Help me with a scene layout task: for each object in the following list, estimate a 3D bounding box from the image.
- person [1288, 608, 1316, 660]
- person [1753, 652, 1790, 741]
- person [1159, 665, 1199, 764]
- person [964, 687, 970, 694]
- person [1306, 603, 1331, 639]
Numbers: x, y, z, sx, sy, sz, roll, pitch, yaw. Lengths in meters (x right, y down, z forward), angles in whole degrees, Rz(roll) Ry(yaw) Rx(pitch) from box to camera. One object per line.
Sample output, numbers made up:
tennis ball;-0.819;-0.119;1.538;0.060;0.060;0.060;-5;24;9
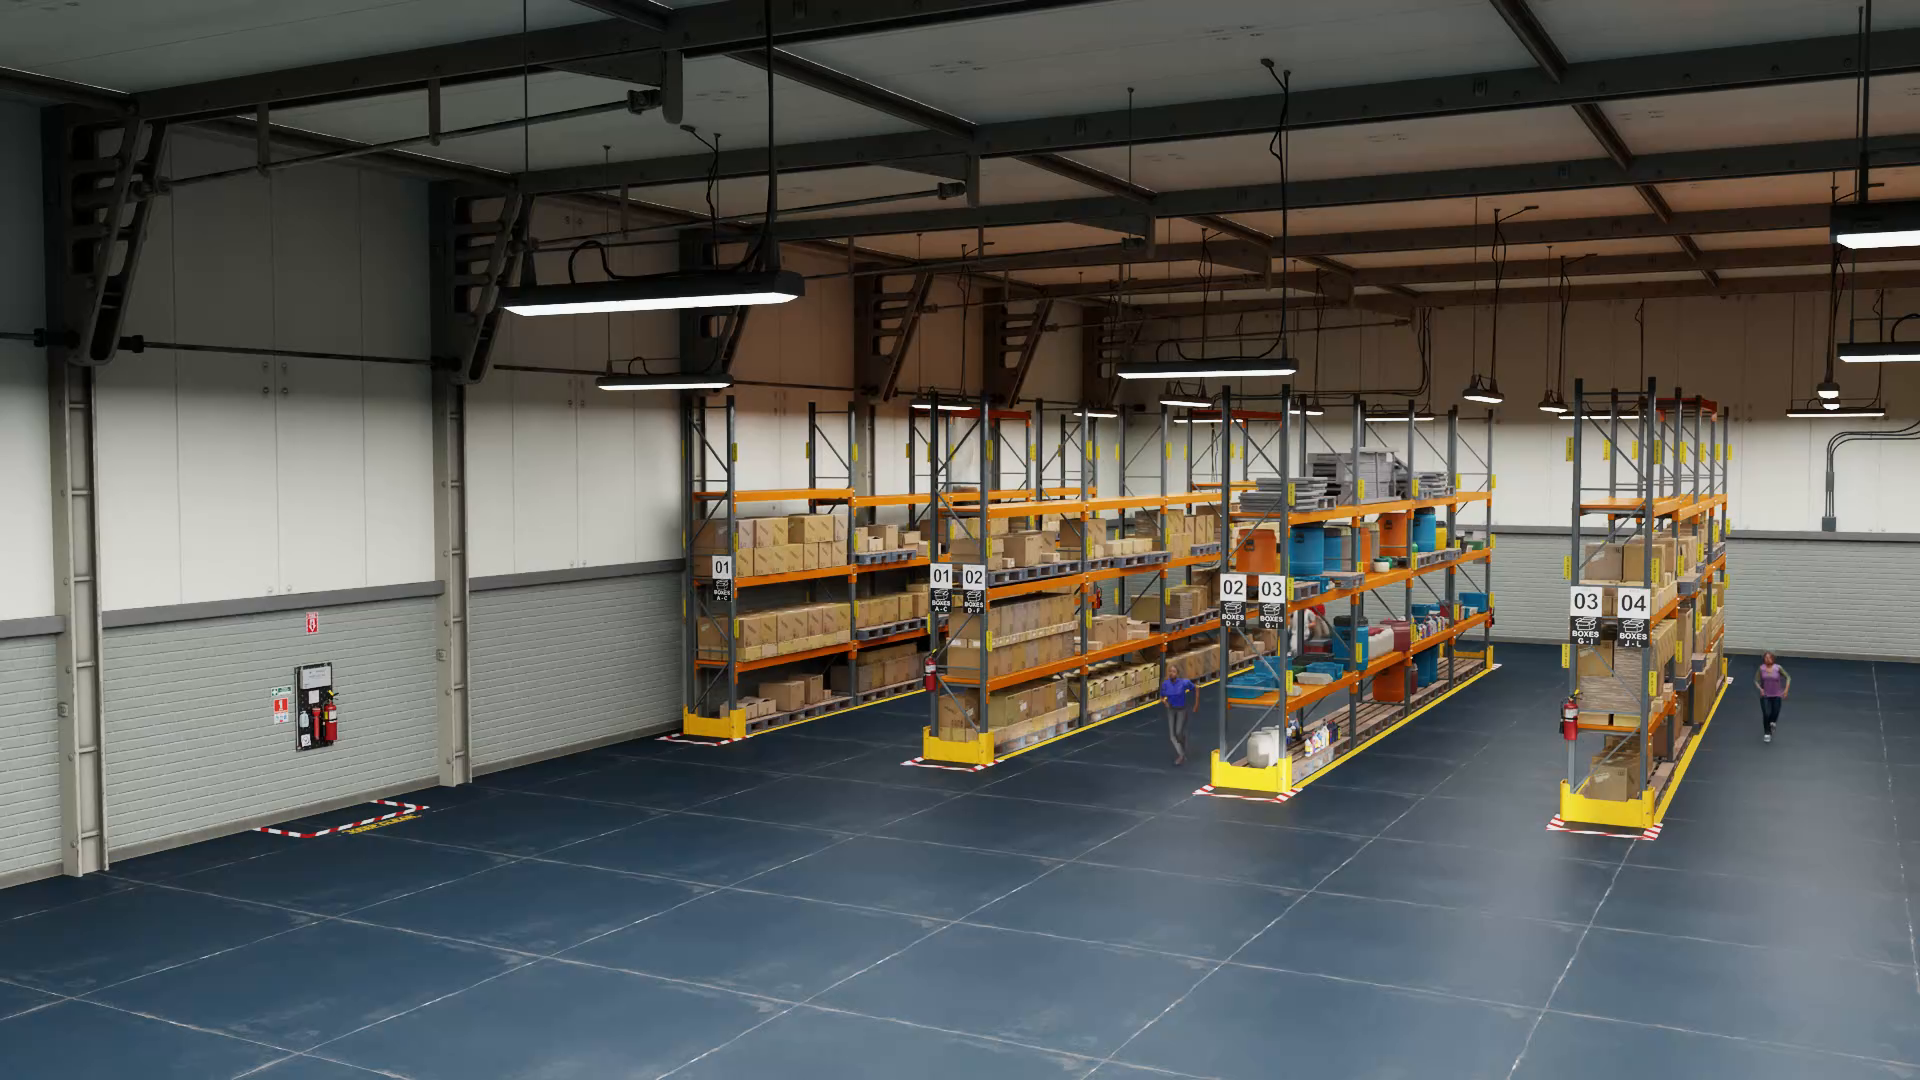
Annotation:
person;7.629;2.164;37.282;0.669;1.807;0.762;1;3;17
person;14.049;2.724;28.803;0.570;1.548;0.603;2;3;30
person;3.487;2.795;26.698;0.609;1.583;0.583;1;3;24
person;0.274;2.560;32.149;0.530;1.559;0.853;1;3;20
person;8.845;2.010;41.014;0.723;1.693;0.581;-1;3;-23
